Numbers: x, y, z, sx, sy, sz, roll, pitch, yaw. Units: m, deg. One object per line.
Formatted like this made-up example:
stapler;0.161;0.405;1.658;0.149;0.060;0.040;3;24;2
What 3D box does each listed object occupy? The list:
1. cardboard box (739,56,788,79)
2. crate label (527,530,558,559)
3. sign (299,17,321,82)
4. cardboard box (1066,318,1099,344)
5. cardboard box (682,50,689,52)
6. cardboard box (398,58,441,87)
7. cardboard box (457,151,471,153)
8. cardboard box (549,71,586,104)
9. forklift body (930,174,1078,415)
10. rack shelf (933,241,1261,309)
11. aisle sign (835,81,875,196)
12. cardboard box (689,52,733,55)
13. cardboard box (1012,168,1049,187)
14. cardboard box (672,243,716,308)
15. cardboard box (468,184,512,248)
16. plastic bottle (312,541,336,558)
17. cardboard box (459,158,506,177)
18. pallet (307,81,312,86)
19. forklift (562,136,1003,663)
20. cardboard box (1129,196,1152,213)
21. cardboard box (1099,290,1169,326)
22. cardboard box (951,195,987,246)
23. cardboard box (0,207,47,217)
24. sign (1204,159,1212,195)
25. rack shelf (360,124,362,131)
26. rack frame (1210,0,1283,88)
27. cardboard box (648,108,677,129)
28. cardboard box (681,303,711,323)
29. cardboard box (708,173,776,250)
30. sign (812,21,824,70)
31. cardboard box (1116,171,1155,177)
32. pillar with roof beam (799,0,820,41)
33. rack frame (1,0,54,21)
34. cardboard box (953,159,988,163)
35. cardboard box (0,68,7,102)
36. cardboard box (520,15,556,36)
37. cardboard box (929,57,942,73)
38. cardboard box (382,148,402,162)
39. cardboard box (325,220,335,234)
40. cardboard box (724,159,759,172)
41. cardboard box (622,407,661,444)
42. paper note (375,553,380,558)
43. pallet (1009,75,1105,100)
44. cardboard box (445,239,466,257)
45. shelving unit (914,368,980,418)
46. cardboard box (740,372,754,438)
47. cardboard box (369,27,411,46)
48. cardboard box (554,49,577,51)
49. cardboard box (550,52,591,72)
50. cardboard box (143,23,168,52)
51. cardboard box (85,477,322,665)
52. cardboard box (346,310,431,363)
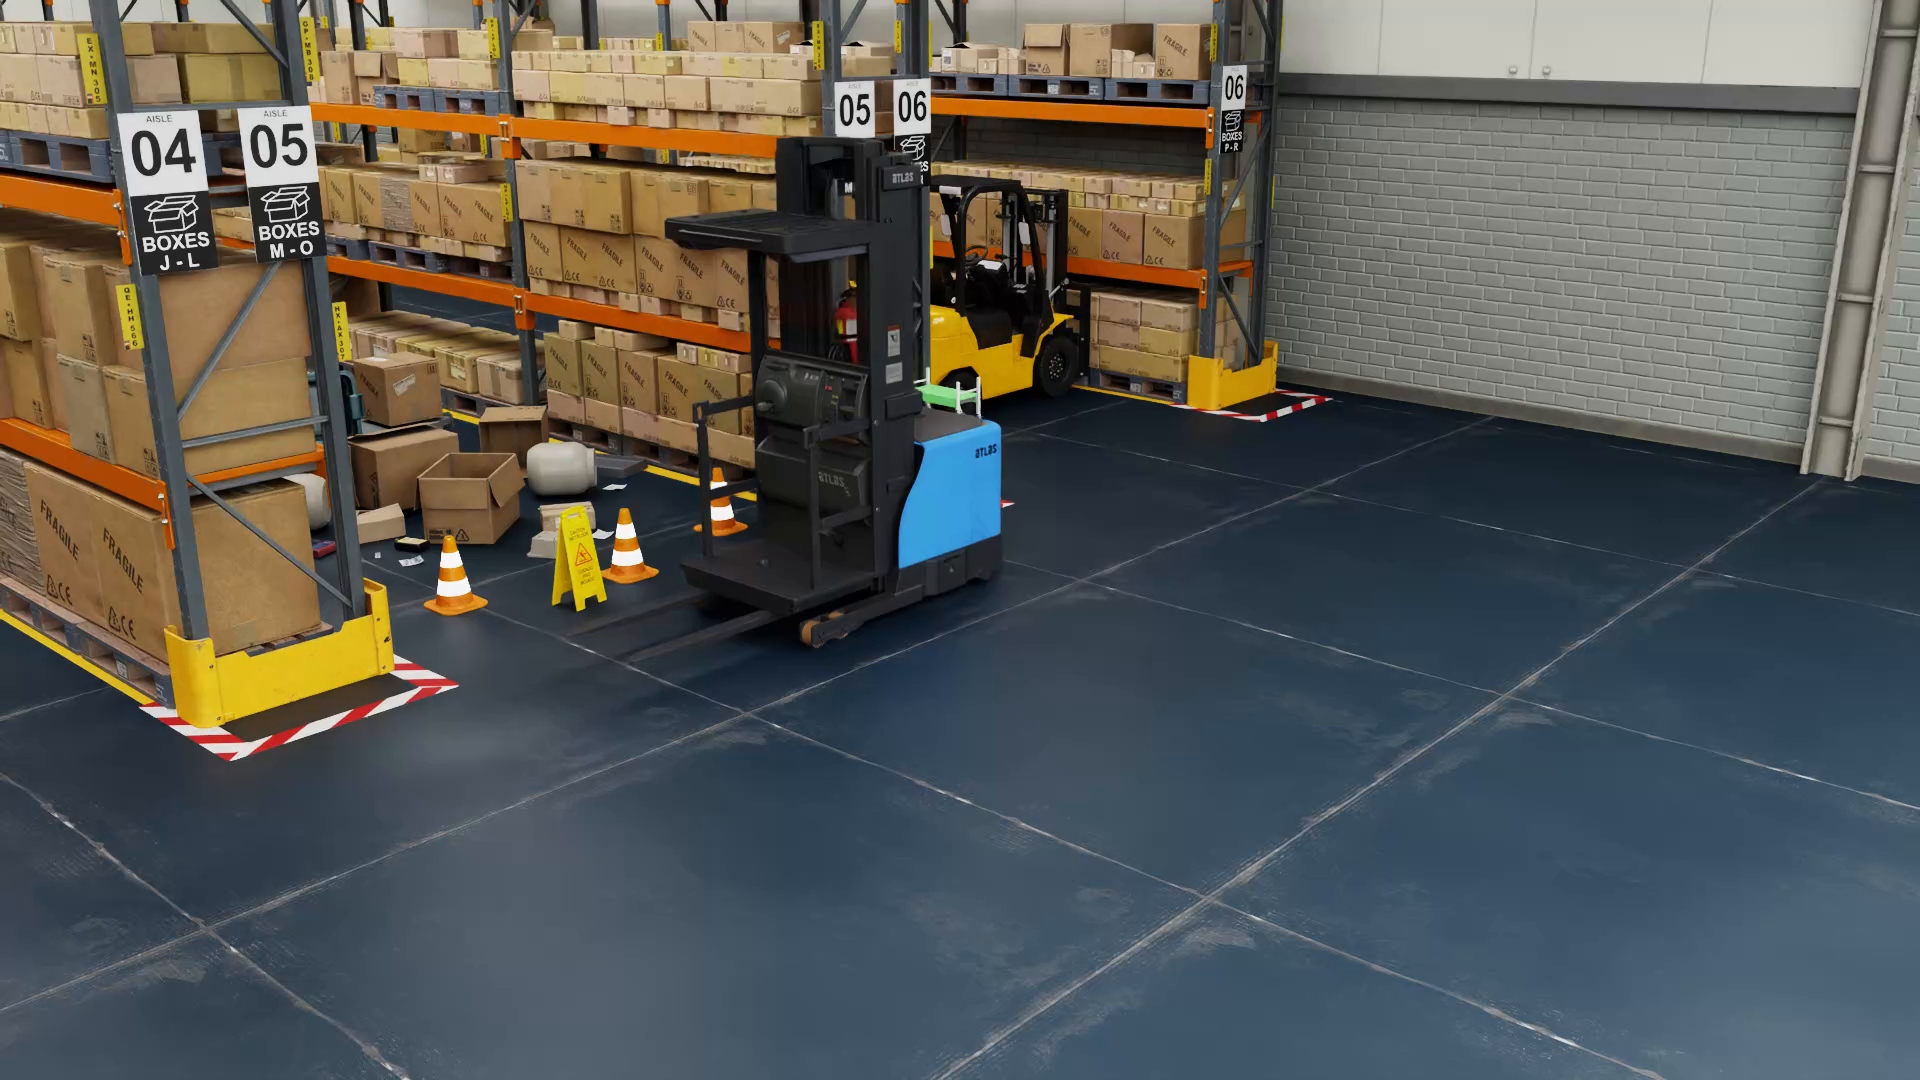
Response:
cardboard box;-1.424;-3.519;12.381;0.250;0.149;0.380;15;23;39
crate label;-2.894;0.025;11.807;0.298;0.136;0.250;4;18;11
sign;-3.442;-2.589;8.776;0.005;0.325;0.100;15;23;39
cardboard box;1.348;-2.201;17.114;0.500;0.250;0.500;14;23;38
cardboard box;-3.237;-5.878;20.243;0.250;0.166;0.380;15;23;39
cardboard box;-4.885;-4.372;15.524;0.500;0.250;0.500;15;23;40
cardboard box;-7.243;-5.688;24.832;0.500;0.250;0.500;16;23;40
cardboard box;-3.057;-3.772;13.836;0.500;0.250;0.500;15;23;39
forklift body;0.058;-2.408;16.143;1.214;2.155;2.313;15;23;39
rack shelf;1.192;-2.903;17.490;4.000;0.370;1.077;15;23;39
aisle sign;-0.751;-2.882;11.936;0.004;0.787;0.394;15;23;39
cardboard box;-1.991;-3.910;13.612;0.250;0.149;0.380;15;23;40
cardboard box;0.753;-3.774;17.317;0.250;0.149;0.380;15;23;39
cardboard box;-1.937;-2.160;13.301;0.500;0.500;0.500;15;23;39
cardboard box;-4.094;-2.954;15.111;0.500;0.500;0.500;15;23;38
plastic bottle;-4.515;0.056;11.833;0.133;0.061;0.283;7;19;21
cardboard box;-4.594;-3.592;16.047;0.250;0.149;0.380;17;24;42
pallet;-7.105;-4.784;17.581;1.003;0.211;1.213;16;24;42
forklift;-1.063;-0.918;10.158;1.130;2.935;3.031;15;23;39
cardboard box;1.878;-3.318;16.371;0.250;0.149;0.380;16;23;40
cardboard box;1.750;-2.334;16.705;0.500;0.250;0.500;16;23;40
cardboard box;0.255;-3.446;17.847;0.500;0.500;0.500;16;23;40
cardboard box;-6.553;-1.888;11.069;0.550;0.550;0.875;15;23;39
sign;2.317;-3.389;15.527;0.005;0.325;0.100;15;23;39
rack shelf;-8.084;-4.815;18.557;4.000;0.370;1.077;15;23;39
rack frame;2.687;-5.704;15.208;0.127;3.000;1.000;15;23;39
cardboard box;-2.235;-3.337;13.126;0.250;0.149;0.380;15;23;39
cardboard box;-2.029;-1.869;13.456;0.250;0.149;0.380;15;23;39
cardboard box;-1.505;-2.543;12.857;0.500;0.500;0.700;15;23;40
sign;-0.988;-3.451;11.604;0.005;0.325;0.100;15;23;39
cardboard box;1.809;-3.669;16.985;0.250;0.149;0.380;16;24;41
pillar with roof beam;-4.580;-6.278;17.018;0.400;9.000;9.100;15;23;39
rack frame;-12.572;-7.793;21.790;0.127;3.000;1.000;15;23;39
cardboard box;0.135;-4.151;18.502;0.250;0.149;0.380;15;23;39
cardboard box;-5.115;-2.565;9.173;0.500;0.250;0.500;15;23;39
cardboard box;-5.794;-7.059;22.818;0.258;0.266;0.396;15;23;39
cardboard box;-0.170;-5.047;17.652;0.250;0.149;0.380;16;23;40
cardboard box;-8.361;-5.773;25.100;0.500;0.250;0.500;14;23;38
cardboard box;-6.279;-3.236;17.070;0.250;0.149;0.380;13;22;36
cardboard box;-2.640;-4.528;20.184;0.250;0.149;0.380;15;23;40
cardboard box;-2.529;-1.023;14.229;0.500;0.250;0.500;15;23;39
paper note;-4.116;0.108;11.754;0.032;0.001;0.123;-6;18;-18
pallet;1.259;-4.625;16.913;1.213;0.211;1.003;15;23;39
cardboard box;-4.567;-2.746;15.526;0.250;0.149;0.380;15;23;38
shelving unit;-0.124;-0.605;12.035;0.503;1.200;0.258;15;23;39
cardboard box;-1.377;-1.070;13.135;0.500;0.500;0.500;15;23;40
cardboard box;-8.362;-7.445;24.584;0.500;0.250;0.500;15;23;38
cardboard box;-5.162;-6.359;21.787;0.250;0.149;0.380;16;23;40
cardboard box;-3.172;-3.976;13.820;0.250;0.149;0.380;14;22;38
cardboard box;-4.231;-2.759;9.126;0.250;0.149;0.380;15;23;39
cardboard box;-4.366;0.111;9.622;0.875;0.875;0.875;15;23;40
cardboard box;-6.172;-2.159;17.606;0.625;0.372;0.950;13;22;36
